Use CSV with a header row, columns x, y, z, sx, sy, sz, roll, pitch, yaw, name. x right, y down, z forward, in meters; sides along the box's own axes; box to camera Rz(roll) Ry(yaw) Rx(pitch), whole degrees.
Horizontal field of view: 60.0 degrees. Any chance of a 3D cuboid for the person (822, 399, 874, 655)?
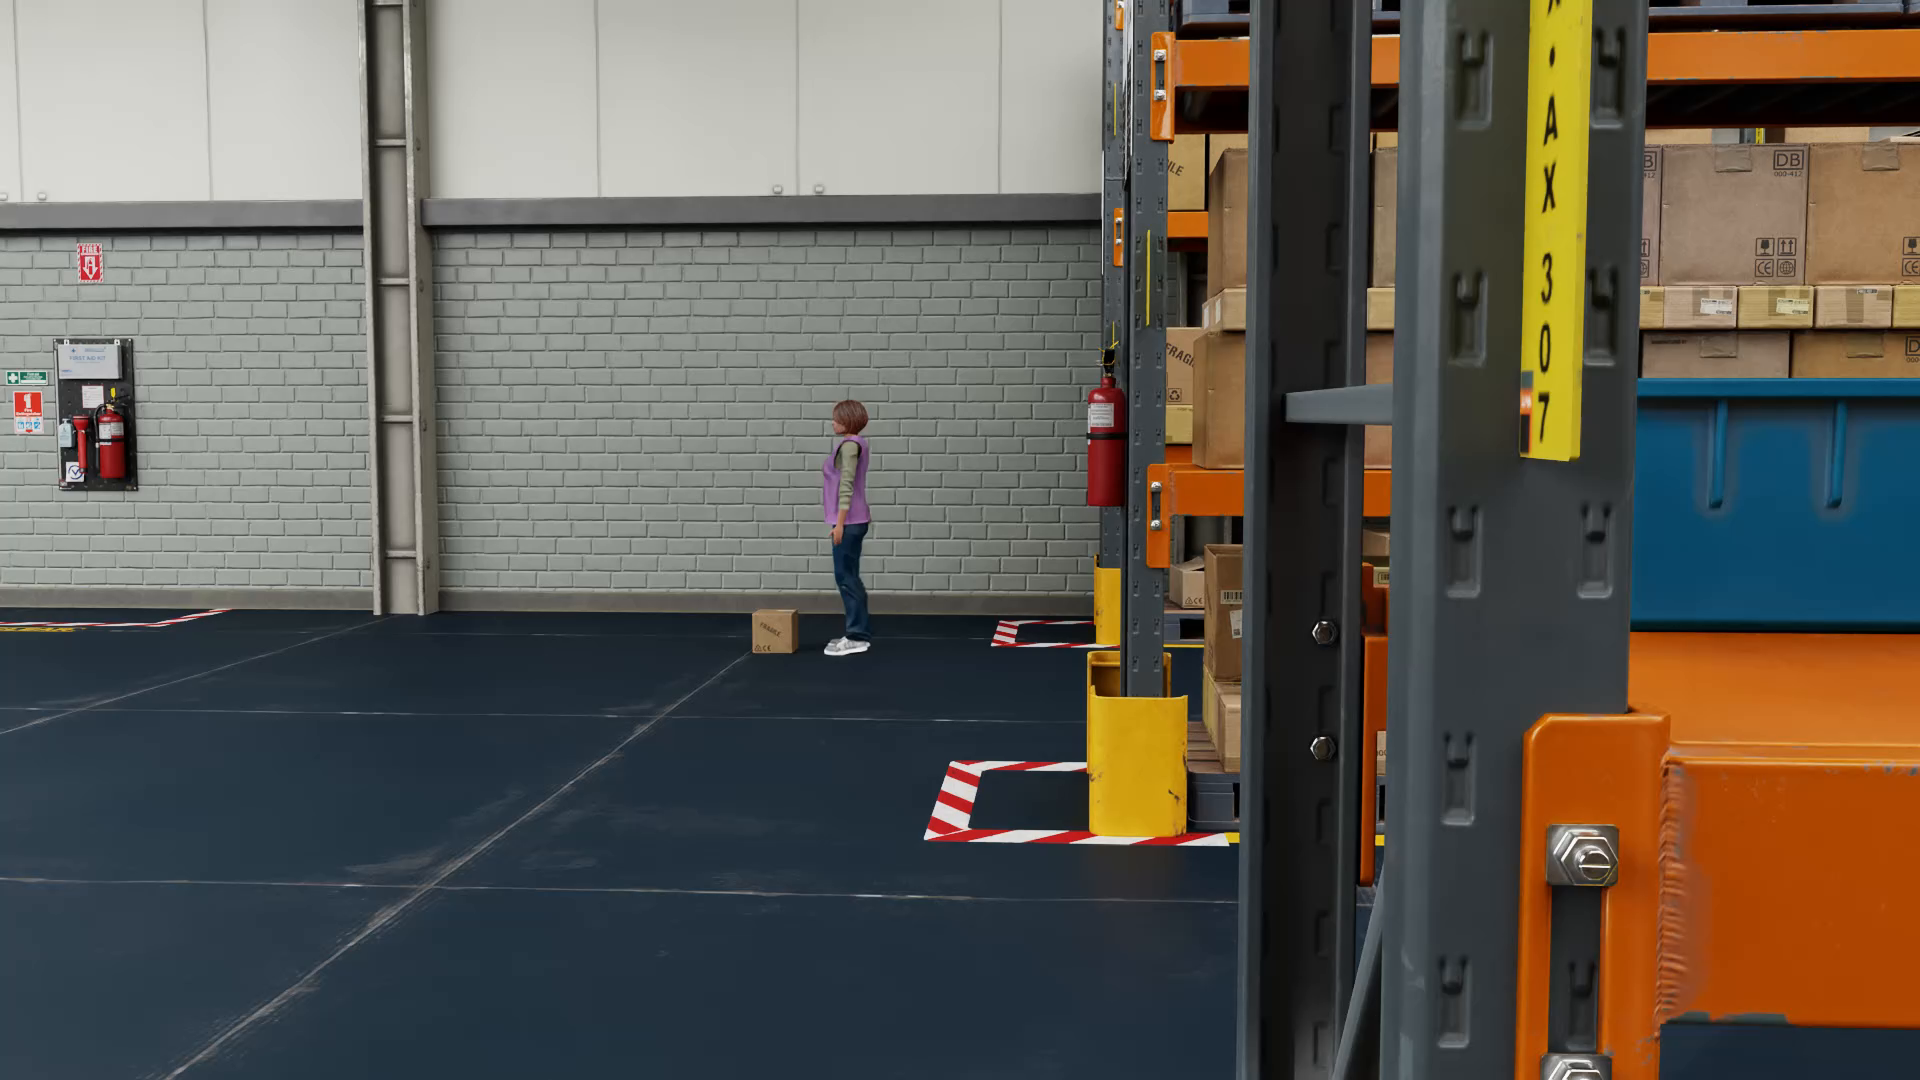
x,y,z,sx,sy,sz,roll,pitch,yaw,name
-0.709,-0.084,10.505,0.304,1.605,0.407,0,4,5,person
